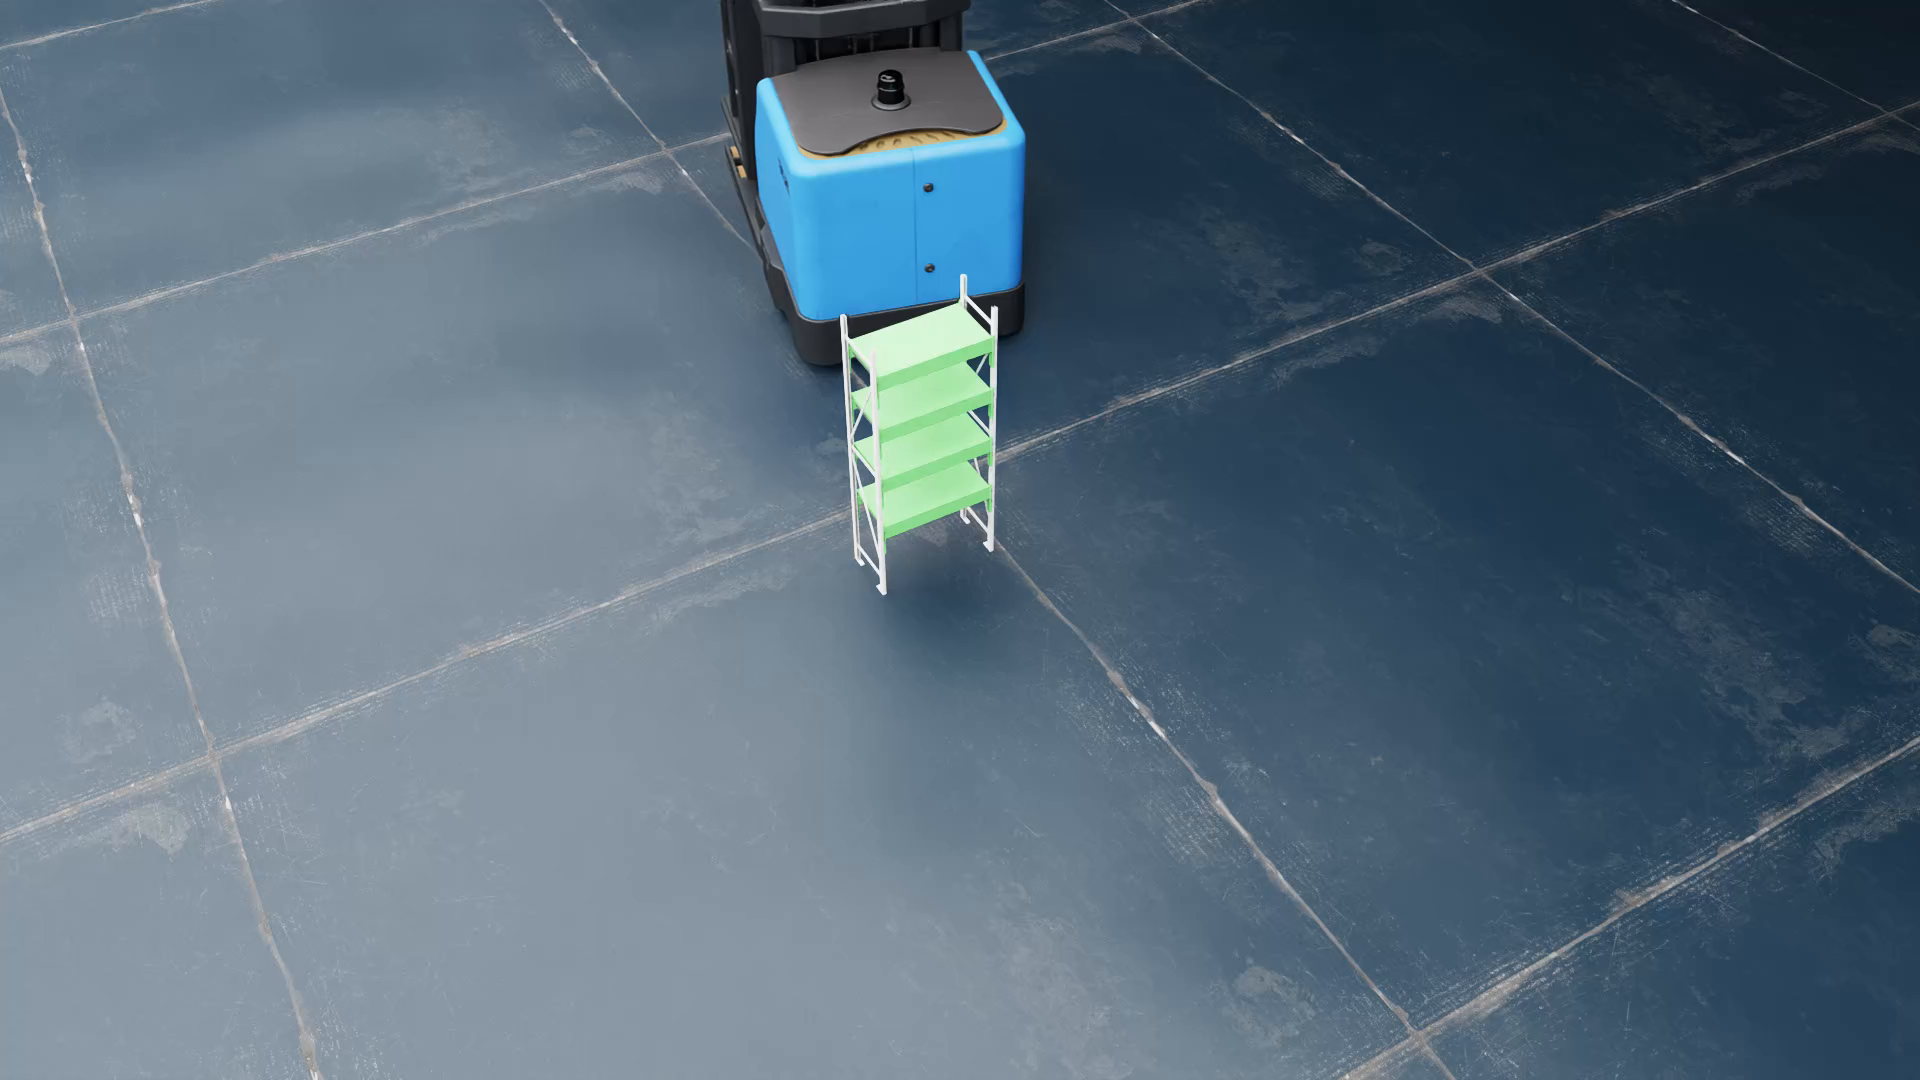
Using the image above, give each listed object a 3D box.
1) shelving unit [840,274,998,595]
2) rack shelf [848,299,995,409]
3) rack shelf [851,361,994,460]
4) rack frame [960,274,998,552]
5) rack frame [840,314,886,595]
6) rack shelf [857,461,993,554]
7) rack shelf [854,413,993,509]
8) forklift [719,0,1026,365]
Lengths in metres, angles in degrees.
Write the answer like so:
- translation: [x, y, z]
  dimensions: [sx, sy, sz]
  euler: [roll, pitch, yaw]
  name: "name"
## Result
- translation: [-0.144, -0.373, 6.273]
  dimensions: [0.503, 1.200, 0.258]
  euler: [-22, 48, -21]
  name: "shelving unit"
- translation: [-0.144, -0.672, 5.983]
  dimensions: [0.480, 0.148, 0.258]
  euler: [-22, 48, -21]
  name: "rack shelf"
- translation: [-0.144, -0.500, 6.150]
  dimensions: [0.480, 0.148, 0.258]
  euler: [-22, 48, -21]
  name: "rack shelf"
- translation: [0.068, -0.458, 6.360]
  dimensions: [0.015, 1.200, 0.240]
  euler: [-22, 48, -21]
  name: "rack frame"
- translation: [-0.355, -0.288, 6.186]
  dimensions: [0.015, 1.200, 0.240]
  euler: [-22, 48, -21]
  name: "rack frame"
- translation: [-0.144, -0.155, 6.485]
  dimensions: [0.480, 0.148, 0.258]
  euler: [-22, 48, -21]
  name: "rack shelf"
- translation: [-0.144, -0.327, 6.317]
  dimensions: [0.480, 0.148, 0.258]
  euler: [-22, 48, -21]
  name: "rack shelf"
- translation: [-0.595, -2.878, 7.611]
  dimensions: [1.130, 2.935, 3.031]
  euler: [-11, 45, -11]
  name: "forklift"
